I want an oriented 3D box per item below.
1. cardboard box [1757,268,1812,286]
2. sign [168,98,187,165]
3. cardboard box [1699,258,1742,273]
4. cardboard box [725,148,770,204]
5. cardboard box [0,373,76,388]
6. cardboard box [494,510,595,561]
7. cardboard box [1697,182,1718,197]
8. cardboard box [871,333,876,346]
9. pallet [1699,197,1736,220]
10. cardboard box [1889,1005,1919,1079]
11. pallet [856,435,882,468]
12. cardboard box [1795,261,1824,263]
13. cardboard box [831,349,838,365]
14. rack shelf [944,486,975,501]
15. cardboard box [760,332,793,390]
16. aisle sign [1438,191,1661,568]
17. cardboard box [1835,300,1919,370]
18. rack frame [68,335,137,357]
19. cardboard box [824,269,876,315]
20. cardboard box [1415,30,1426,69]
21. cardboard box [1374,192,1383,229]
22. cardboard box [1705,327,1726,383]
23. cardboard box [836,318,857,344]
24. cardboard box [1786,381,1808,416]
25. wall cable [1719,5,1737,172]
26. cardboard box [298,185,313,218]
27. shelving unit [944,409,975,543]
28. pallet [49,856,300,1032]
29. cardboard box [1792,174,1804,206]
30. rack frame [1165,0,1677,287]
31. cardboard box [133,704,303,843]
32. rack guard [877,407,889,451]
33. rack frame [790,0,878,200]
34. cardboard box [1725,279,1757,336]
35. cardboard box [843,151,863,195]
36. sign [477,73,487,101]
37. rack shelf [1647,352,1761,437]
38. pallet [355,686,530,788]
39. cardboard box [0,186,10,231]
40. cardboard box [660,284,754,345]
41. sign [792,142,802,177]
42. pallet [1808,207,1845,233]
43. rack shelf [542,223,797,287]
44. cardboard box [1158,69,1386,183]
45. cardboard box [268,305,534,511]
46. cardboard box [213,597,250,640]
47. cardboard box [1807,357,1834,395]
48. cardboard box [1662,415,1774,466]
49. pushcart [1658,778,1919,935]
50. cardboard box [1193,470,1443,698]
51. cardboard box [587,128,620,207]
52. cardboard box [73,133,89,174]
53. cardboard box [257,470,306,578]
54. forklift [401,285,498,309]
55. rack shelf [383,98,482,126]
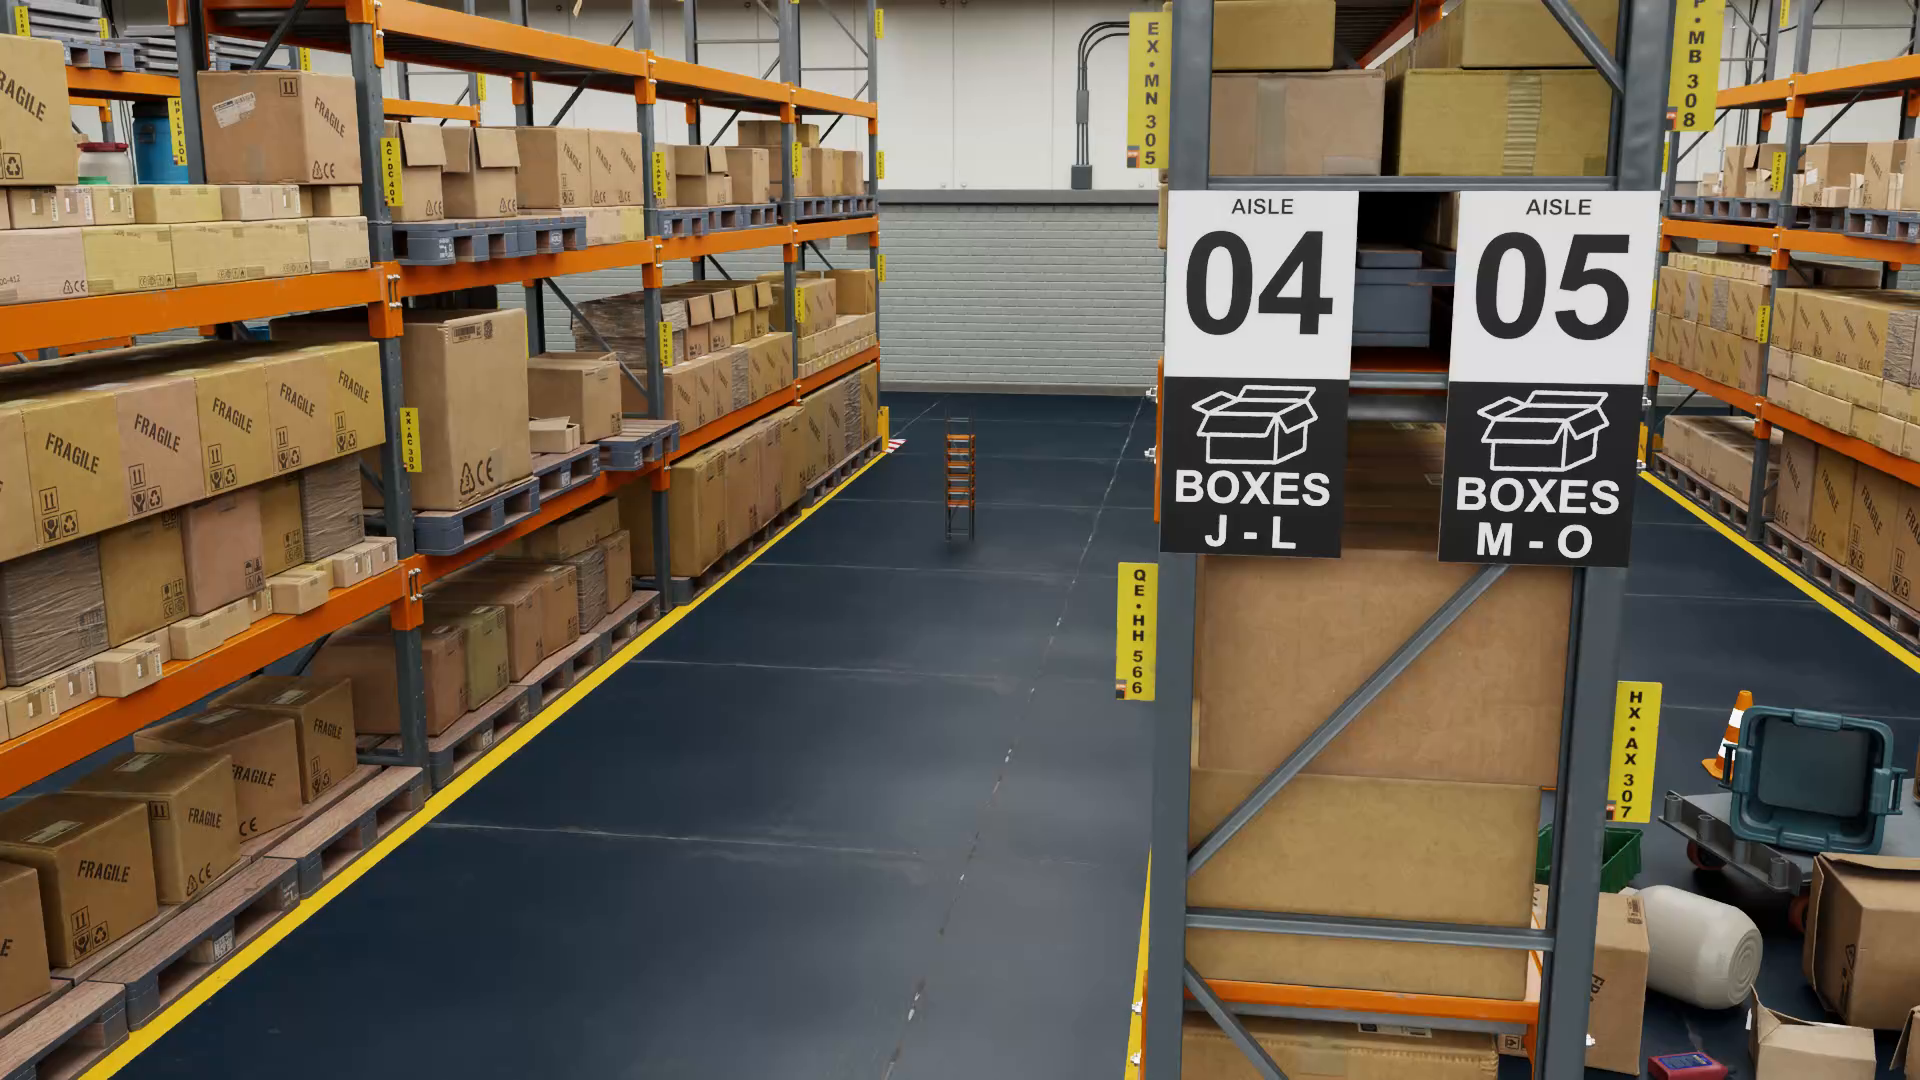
[{"bbox_3d":[7.431,-2.373,14.990,0.380,0.149,0.250,2,12,7],"label":"cardboard box"},{"bbox_3d":[-3.873,-2.028,8.260,0.100,0.325,0.005,2,12,9],"label":"sign"},{"bbox_3d":[7.771,-2.797,16.957,0.380,0.149,0.250,2,12,9],"label":"cardboard box"},{"bbox_3d":[-2.173,-3.364,15.387,0.700,0.500,0.500,2,12,10],"label":"cardboard box"},{"bbox_3d":[-3.863,-0.385,6.598,0.500,0.500,0.500,2,12,9],"label":"cardboard box"},{"bbox_3d":[-2.854,-0.041,11.428,0.500,0.250,0.500,3,13,15],"label":"cardboard box"},{"bbox_3d":[7.919,-3.655,17.332,0.380,0.149,0.250,2,12,11],"label":"cardboard box"},{"bbox_3d":[-1.208,-2.390,19.816,0.380,0.149,0.250,2,12,10],"label":"cardboard box"},{"bbox_3d":[8.024,-3.290,16.486,1.003,0.211,1.213,2,12,9],"label":"pallet"},{"bbox_3d":[3.621,1.827,5.579,0.797,0.503,0.637,-7,14,-30],"label":"cardboard box"},{"bbox_3d":[-1.524,-1.065,19.693,1.003,0.211,1.213,2,12,9],"label":"pallet"},{"bbox_3d":[8.256,-2.672,16.379,0.380,0.149,0.250,2,12,9],"label":"cardboard box"},{"bbox_3d":[-1.521,-1.963,17.834,0.380,0.149,0.250,2,12,9],"label":"cardboard box"},{"bbox_3d":[-0.002,-0.423,15.144,0.258,0.103,0.180,2,12,9],"label":"rack shelf"},{"bbox_3d":[-1.896,-1.708,15.816,0.500,0.500,0.500,2,12,9],"label":"cardboard box"},{"bbox_3d":[1.232,-0.331,3.497,0.394,0.787,0.004,2,12,9],"label":"aisle sign"},{"bbox_3d":[7.143,-1.580,12.852,0.500,0.500,0.500,2,12,8],"label":"cardboard box"},{"bbox_3d":[-11.267,-2.919,21.676,1.000,3.000,0.127,2,12,9],"label":"rack frame"},{"bbox_3d":[-1.294,-2.926,19.578,0.500,0.500,0.500,2,12,9],"label":"cardboard box"},{"bbox_3d":[1.430,-1.290,4.464,0.380,0.149,0.250,2,12,9],"label":"cardboard box"},{"bbox_3d":[1.587,-1.112,5.530,0.380,0.149,0.250,2,12,8],"label":"cardboard box"},{"bbox_3d":[7.653,-1.810,16.291,0.500,0.500,0.500,2,12,8],"label":"cardboard box"},{"bbox_3d":[-1.448,-2.349,18.678,0.500,0.250,0.500,1,12,7],"label":"cardboard box"},{"bbox_3d":[7.292,-1.180,13.960,0.500,0.250,0.500,2,12,7],"label":"cardboard box"},{"bbox_3d":[9.653,-6.377,23.482,2.355,3.000,0.029,2,12,9],"label":"wall cable"},{"bbox_3d":[-3.220,-1.558,7.648,0.380,0.149,0.250,2,12,9],"label":"cardboard box"},{"bbox_3d":[-0.002,-0.584,15.110,0.258,1.200,0.189,2,12,9],"label":"shelving unit"},{"bbox_3d":[-3.578,1.659,7.050,1.003,0.211,1.213,2,12,9],"label":"pallet"},{"bbox_3d":[7.275,-2.957,14.053,0.396,0.266,0.258,2,12,8],"label":"cardboard box"},{"bbox_3d":[0.946,-2.018,3.253,1.000,3.000,0.127,2,12,9],"label":"rack frame"},{"bbox_3d":[-3.506,1.119,7.876,0.500,0.500,0.500,6,14,27],"label":"cardboard box"},{"bbox_3d":[-1.475,-1.381,20.470,1.175,0.500,0.348,2,12,9],"label":"rack guard"},{"bbox_3d":[-1.479,-5.530,19.551,1.000,3.000,0.127,2,12,9],"label":"rack frame"},{"bbox_3d":[7.584,-2.194,15.700,0.500,0.500,0.500,2,12,8],"label":"cardboard box"},{"bbox_3d":[-1.506,-4.257,19.291,0.700,0.500,0.500,1,12,5],"label":"cardboard box"},{"bbox_3d":[-5.827,-5.519,20.263,0.100,0.325,0.005,2,12,9],"label":"sign"},{"bbox_3d":[8.006,-1.508,16.837,1.077,0.370,4.000,2,12,9],"label":"rack shelf"},{"bbox_3d":[-3.206,1.101,9.638,1.003,0.211,1.213,2,12,9],"label":"pallet"},{"bbox_3d":[-3.462,-1.117,5.602,0.380,0.149,0.250,2,12,9],"label":"cardboard box"},{"bbox_3d":[-2.301,-2.028,14.924,0.797,0.503,0.637,2,12,9],"label":"cardboard box"},{"bbox_3d":[-1.556,-3.622,15.843,0.100,0.325,0.005,2,12,9],"label":"sign"},{"bbox_3d":[7.606,-2.624,13.641,0.805,0.209,1.217,1,12,6],"label":"pallet"},{"bbox_3d":[-2.401,-2.463,14.147,1.077,0.370,4.000,2,12,9],"label":"rack shelf"},{"bbox_3d":[0.745,-0.989,4.013,0.500,0.250,0.500,2,12,9],"label":"cardboard box"},{"bbox_3d":[-3.064,-0.759,9.231,1.000,1.000,1.000,2,12,9],"label":"cardboard box"},{"bbox_3d":[-3.308,0.336,7.167,0.380,0.149,0.250,2,12,9],"label":"cardboard box"},{"bbox_3d":[7.196,-1.319,13.419,0.500,0.250,0.500,2,12,9],"label":"cardboard box"},{"bbox_3d":[8.311,-1.089,18.266,0.875,0.438,0.875,1,12,7],"label":"cardboard box"},{"bbox_3d":[4.207,1.440,7.673,1.648,0.377,0.936,-2,12,-11],"label":"pushcart"},{"bbox_3d":[1.035,0.120,4.653,0.875,0.550,0.550,2,12,9],"label":"cardboard box"},{"bbox_3d":[-2.603,-2.477,11.081,0.500,0.500,0.500,2,12,9],"label":"cardboard box"},{"bbox_3d":[-11.329,-4.816,20.745,0.700,0.500,0.500,2,12,9],"label":"cardboard box"},{"bbox_3d":[-3.566,-0.099,7.647,0.875,0.500,0.500,2,12,9],"label":"cardboard box"},{"bbox_3d":[-5.079,-1.525,15.369,1.130,2.935,3.031,11,16,40],"label":"forklift"},{"bbox_3d":[-6.680,-4.727,18.482,1.077,0.370,4.000,2,12,9],"label":"rack shelf"}]
